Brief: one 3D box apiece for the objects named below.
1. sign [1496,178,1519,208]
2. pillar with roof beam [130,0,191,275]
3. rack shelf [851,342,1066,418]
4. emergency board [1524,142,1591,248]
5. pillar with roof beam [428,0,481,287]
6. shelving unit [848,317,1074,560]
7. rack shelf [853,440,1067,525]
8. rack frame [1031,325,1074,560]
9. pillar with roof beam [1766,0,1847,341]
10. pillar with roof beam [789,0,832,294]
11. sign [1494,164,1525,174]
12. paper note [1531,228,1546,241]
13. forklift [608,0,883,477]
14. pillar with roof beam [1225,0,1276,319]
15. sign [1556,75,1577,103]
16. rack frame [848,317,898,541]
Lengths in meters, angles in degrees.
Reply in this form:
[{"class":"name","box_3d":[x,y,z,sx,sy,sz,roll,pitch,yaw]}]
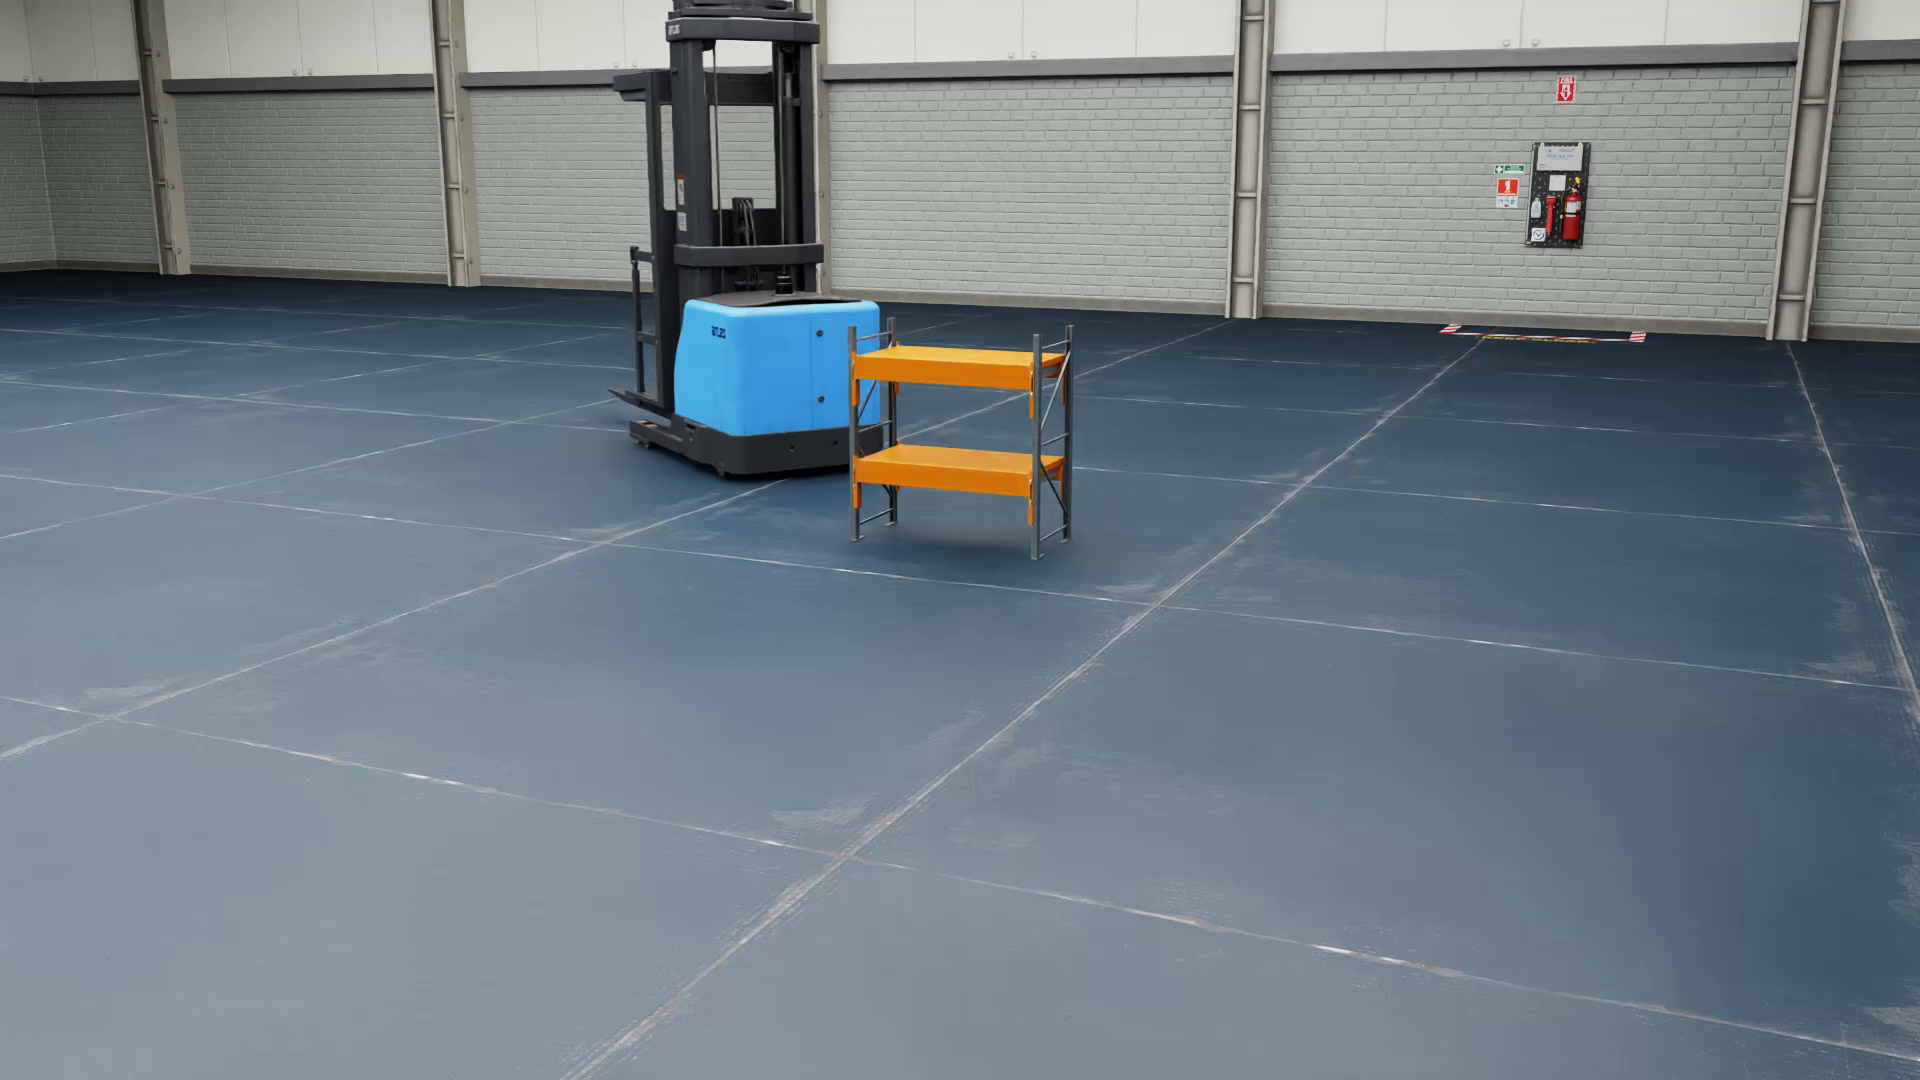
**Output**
[{"class":"sign","box_3d":[6.263,-3.969,19.025,0.234,0.329,0.001,6,14,23]},{"class":"pillar with roof beam","box_3d":[-14.716,-7.884,22.657,0.400,9.000,9.100,6,14,23]},{"class":"rack shelf","box_3d":[0.006,-0.832,8.557,1.000,0.278,0.538,6,14,23]},{"class":"emergency board","box_3d":[6.727,-3.879,18.719,0.643,1.169,0.194,6,14,23]},{"class":"pillar with roof beam","box_3d":[-9.230,-7.329,20.291,0.400,9.000,9.100,6,14,23]},{"class":"shelving unit","box_3d":[0.006,-0.547,8.624,1.048,1.125,0.538,6,14,23]},{"class":"rack shelf","box_3d":[0.006,-0.309,8.680,1.000,0.278,0.538,6,14,23]},{"class":"rack frame","box_3d":[0.471,-0.500,8.423,0.032,1.125,0.500,6,14,23]},{"class":"pillar with roof beam","box_3d":[7.227,-5.664,13.193,0.400,9.000,9.100,6,14,23]},{"class":"pillar with roof beam","box_3d":[-3.745,-6.774,17.925,0.400,9.000,9.100,6,14,23]},{"class":"sign","box_3d":[6.264,-4.225,18.955,0.331,0.109,0.001,6,14,23]},{"class":"paper note","box_3d":[6.593,-3.481,18.951,0.142,0.148,0.016,6,14,23]},{"class":"forklift","box_3d":[-1.656,-2.107,11.317,1.130,2.935,3.031,-7,15,-29]},{"class":"pillar with roof beam","box_3d":[1.741,-6.219,15.559,0.400,9.000,9.100,6,14,23]},{"class":"sign","box_3d":[6.760,-5.029,18.546,0.199,0.298,0.001,6,14,23]},{"class":"rack frame","box_3d":[-0.459,-0.594,8.824,0.032,1.125,0.500,6,14,23]}]
